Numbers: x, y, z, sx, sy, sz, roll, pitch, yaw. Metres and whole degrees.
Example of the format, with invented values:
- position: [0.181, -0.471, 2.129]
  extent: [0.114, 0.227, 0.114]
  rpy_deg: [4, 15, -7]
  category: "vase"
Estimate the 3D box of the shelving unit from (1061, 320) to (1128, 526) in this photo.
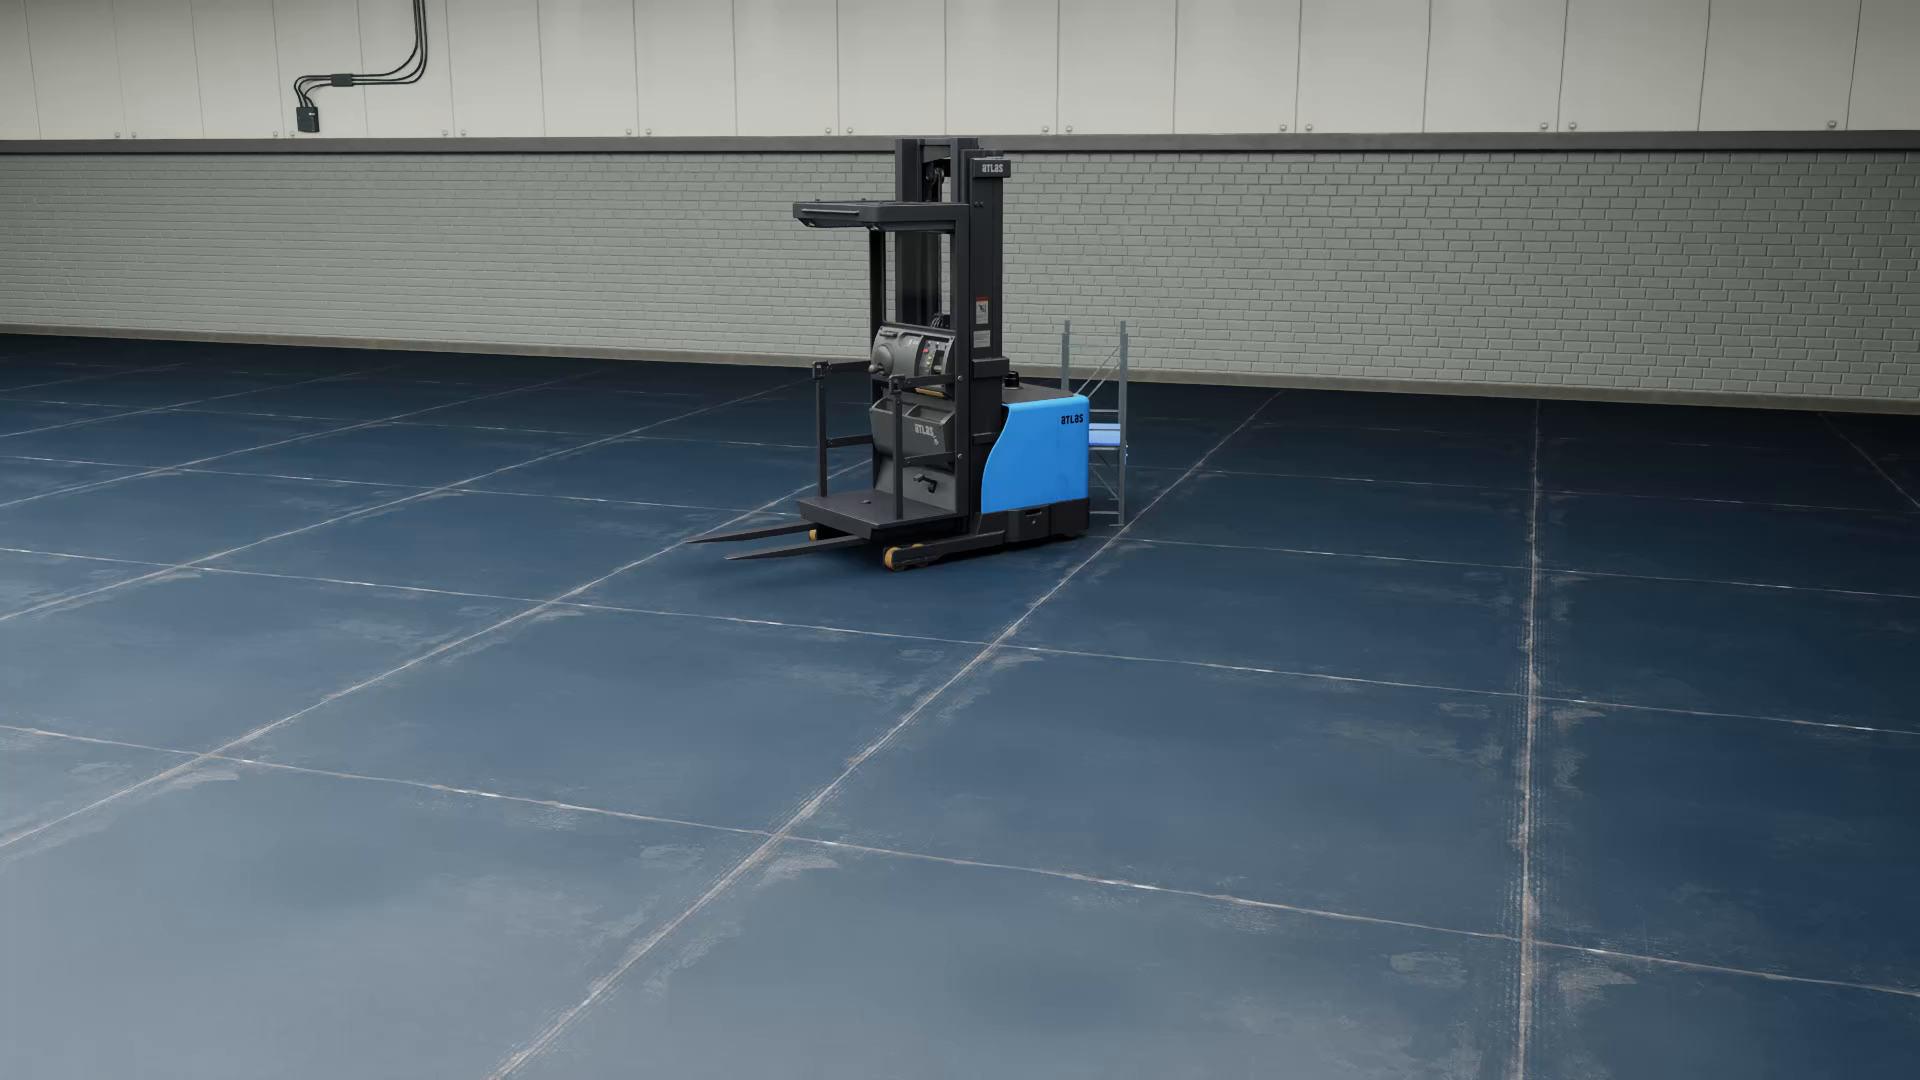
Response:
- position: [1.068, -0.959, 13.318]
  extent: [0.538, 1.500, 1.048]
  rpy_deg: [1, 13, 4]
  category: "shelving unit"

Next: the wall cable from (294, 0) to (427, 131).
- position: [-8.722, -8.913, 23.674]
  extent: [2.305, 6.003, 0.169]
  rpy_deg: [4, 14, 18]
  category: "wall cable"

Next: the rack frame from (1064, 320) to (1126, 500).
- position: [1.108, -1.071, 13.812]
  extent: [0.500, 1.500, 0.032]
  rpy_deg: [1, 13, 4]
  category: "rack frame"

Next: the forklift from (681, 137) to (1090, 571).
- position: [-0.507, -1.346, 11.797]
  extent: [3.031, 2.935, 1.130]
  rpy_deg: [-9, 16, -35]
  category: "forklift"

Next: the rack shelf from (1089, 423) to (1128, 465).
- position: [1.068, -0.783, 13.358]
  extent: [0.538, 0.185, 1.000]
  rpy_deg: [1, 13, 4]
  category: "rack shelf"

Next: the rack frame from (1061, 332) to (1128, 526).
- position: [1.027, -0.846, 12.824]
  extent: [0.500, 1.500, 0.032]
  rpy_deg: [1, 13, 4]
  category: "rack frame"
